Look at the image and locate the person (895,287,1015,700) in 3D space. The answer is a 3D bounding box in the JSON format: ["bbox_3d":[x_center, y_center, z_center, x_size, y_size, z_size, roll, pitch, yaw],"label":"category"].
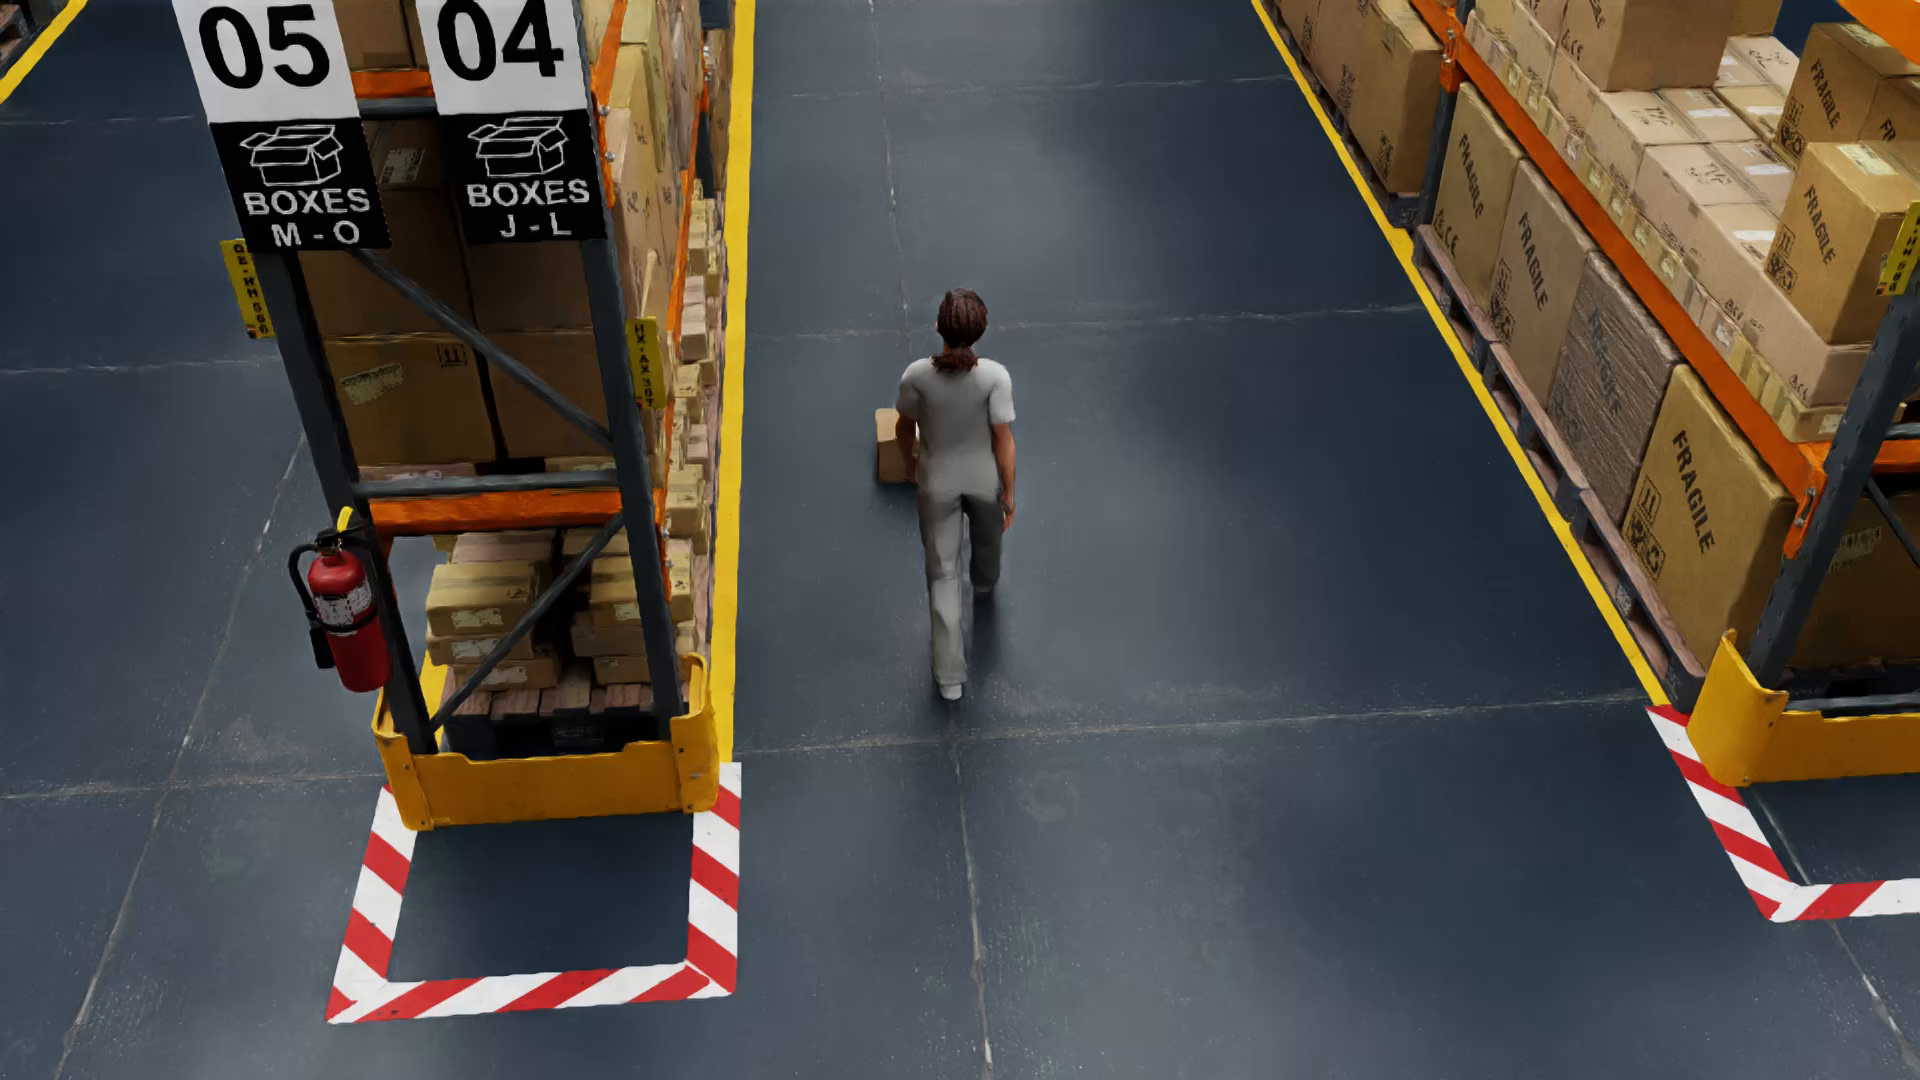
[{"bbox_3d":[-0.020,-0.272,6.492,0.455,1.610,0.958,-1,39,-1],"label":"person"}]
